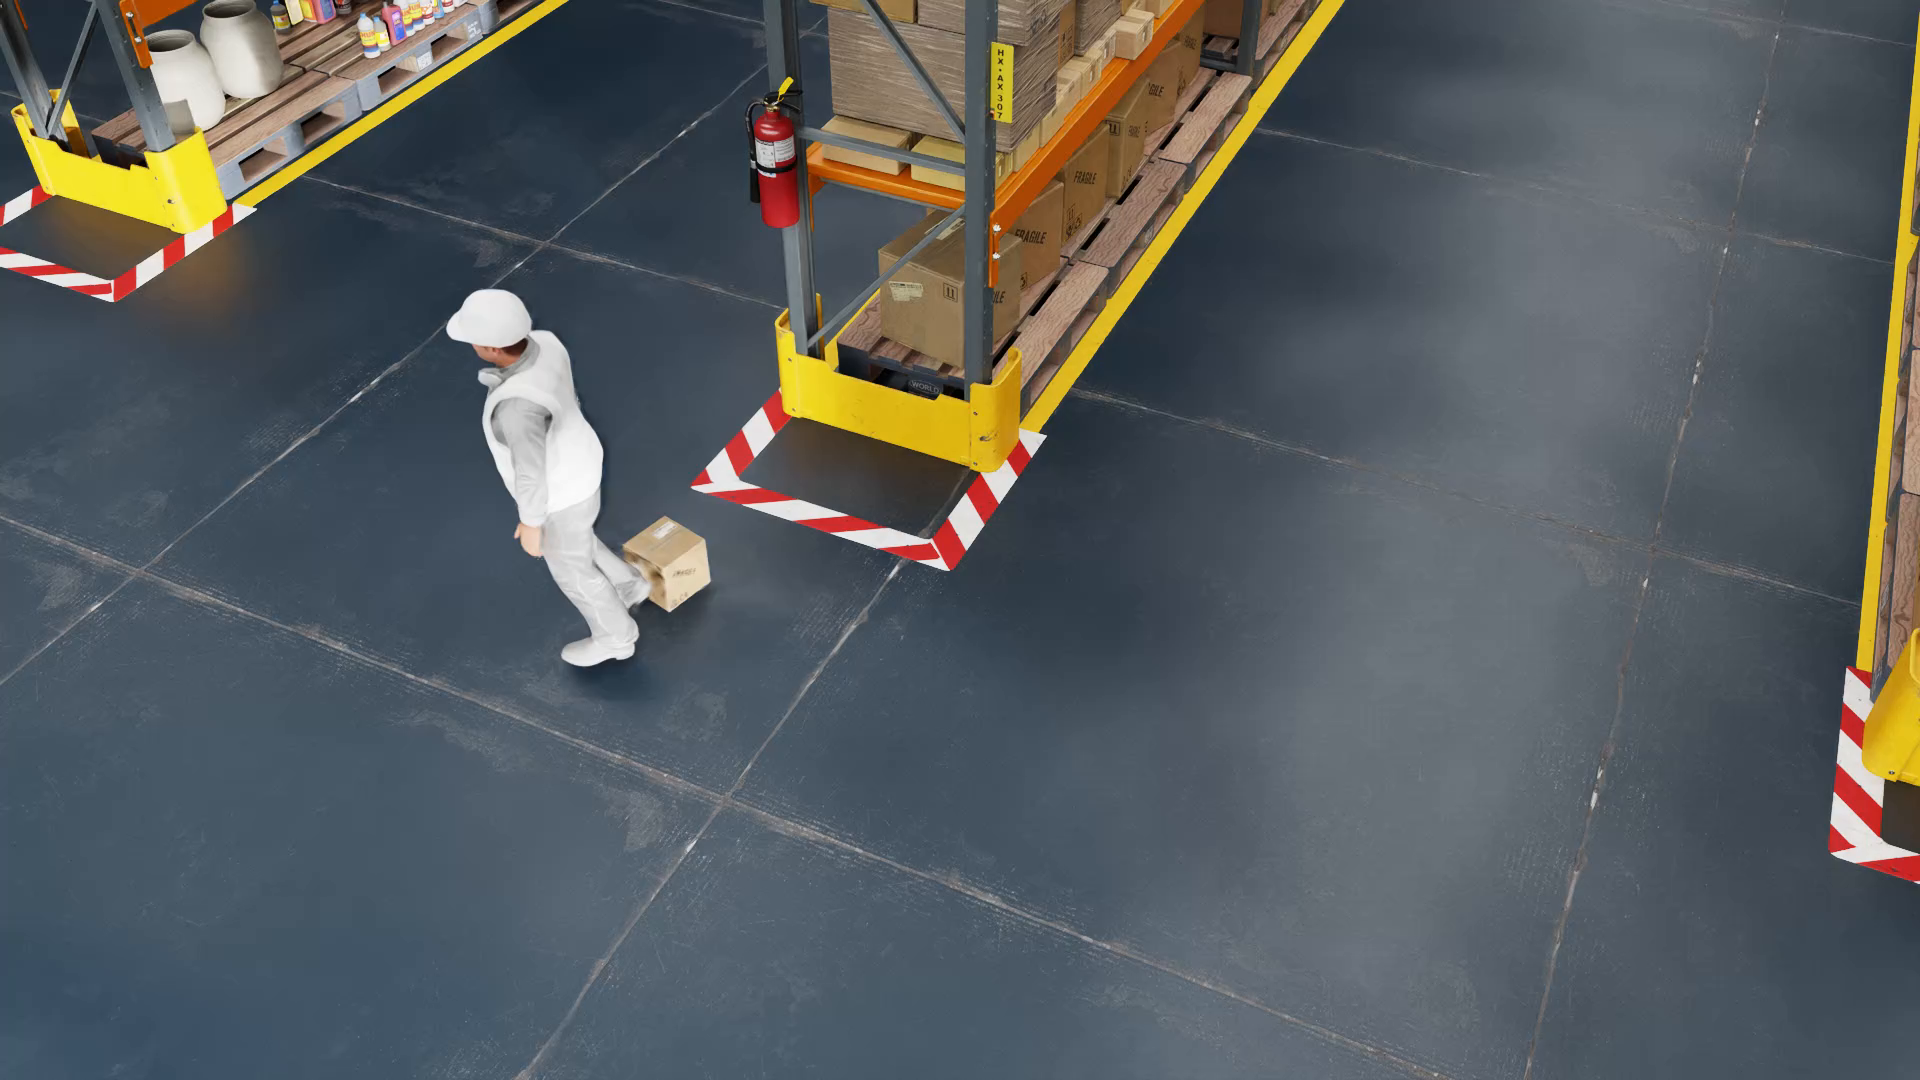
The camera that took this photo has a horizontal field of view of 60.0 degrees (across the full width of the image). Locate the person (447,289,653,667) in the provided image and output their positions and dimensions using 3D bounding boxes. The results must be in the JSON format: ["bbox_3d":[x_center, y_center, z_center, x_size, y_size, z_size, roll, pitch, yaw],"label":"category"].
[{"bbox_3d":[-1.535,-0.229,6.360,0.539,1.759,0.568,-3,42,-3],"label":"person"}]
